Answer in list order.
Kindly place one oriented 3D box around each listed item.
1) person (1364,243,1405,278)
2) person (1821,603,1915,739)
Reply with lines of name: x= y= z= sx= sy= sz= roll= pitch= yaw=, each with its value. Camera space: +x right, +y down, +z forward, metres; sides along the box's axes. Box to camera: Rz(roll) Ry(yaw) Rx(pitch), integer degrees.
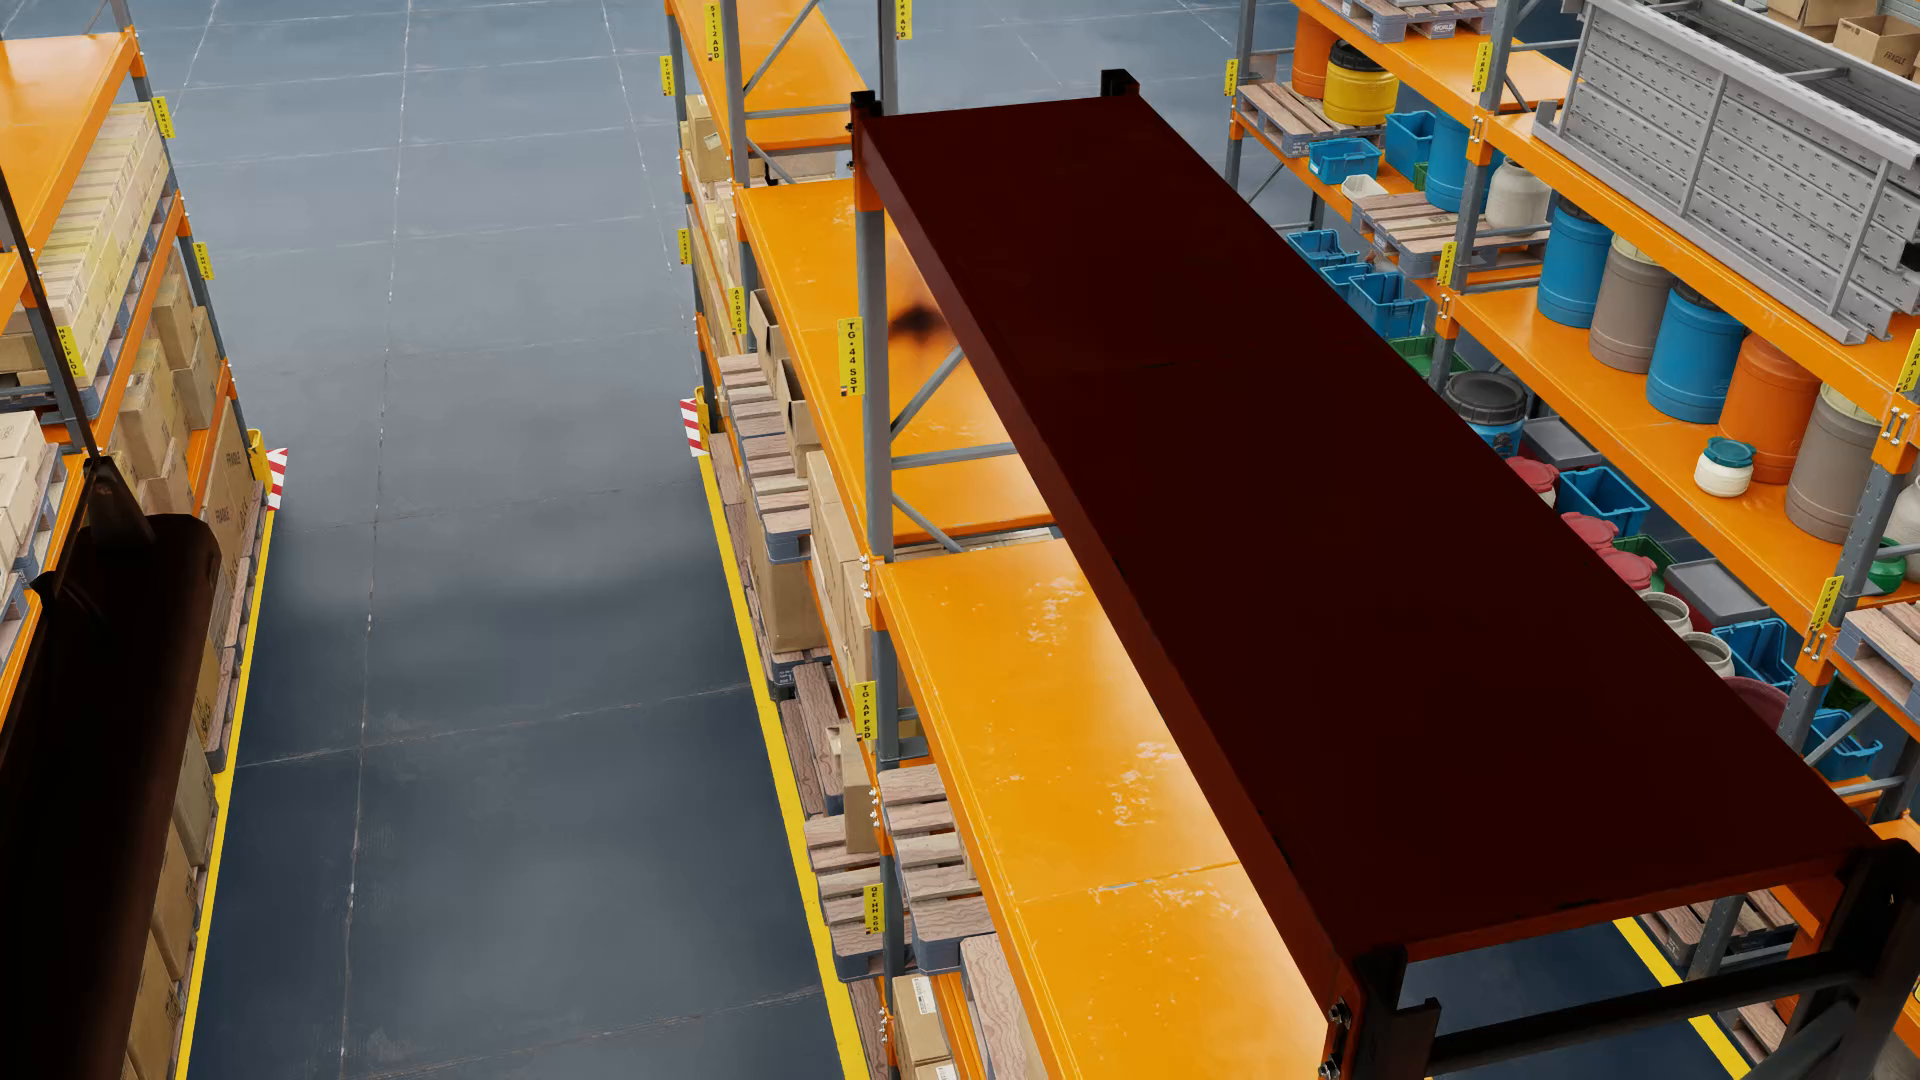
person: x=4.269 y=-2.624 z=16.542 sx=0.592 sy=1.654 sz=0.550 roll=-19 pitch=39 yaw=-25
person: x=6.109 y=0.947 z=11.154 sx=0.667 sy=1.767 sz=0.740 roll=-6 pitch=35 yaw=-9
